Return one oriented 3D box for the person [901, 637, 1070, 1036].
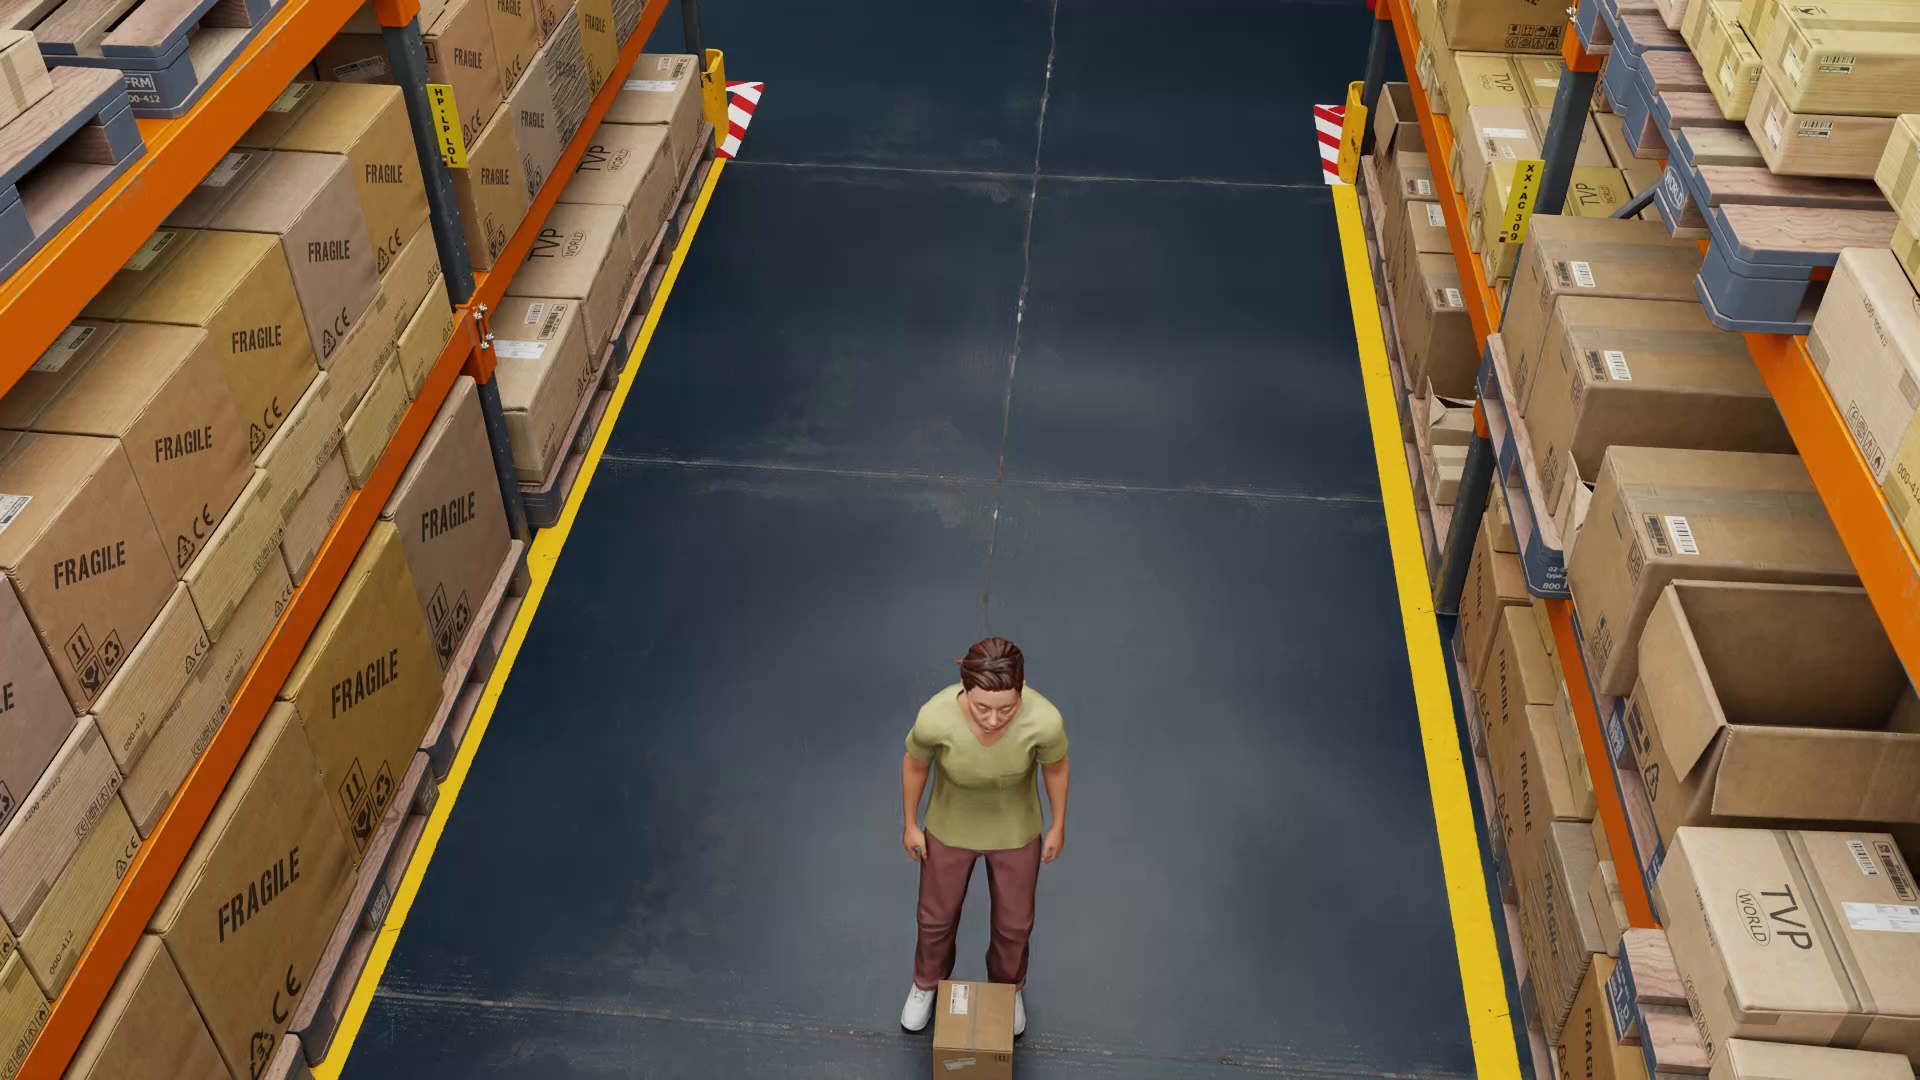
[{"bbox_3d":[0.068,0.901,5.092,0.521,1.672,0.357,1,40,1],"label":"person"}]
